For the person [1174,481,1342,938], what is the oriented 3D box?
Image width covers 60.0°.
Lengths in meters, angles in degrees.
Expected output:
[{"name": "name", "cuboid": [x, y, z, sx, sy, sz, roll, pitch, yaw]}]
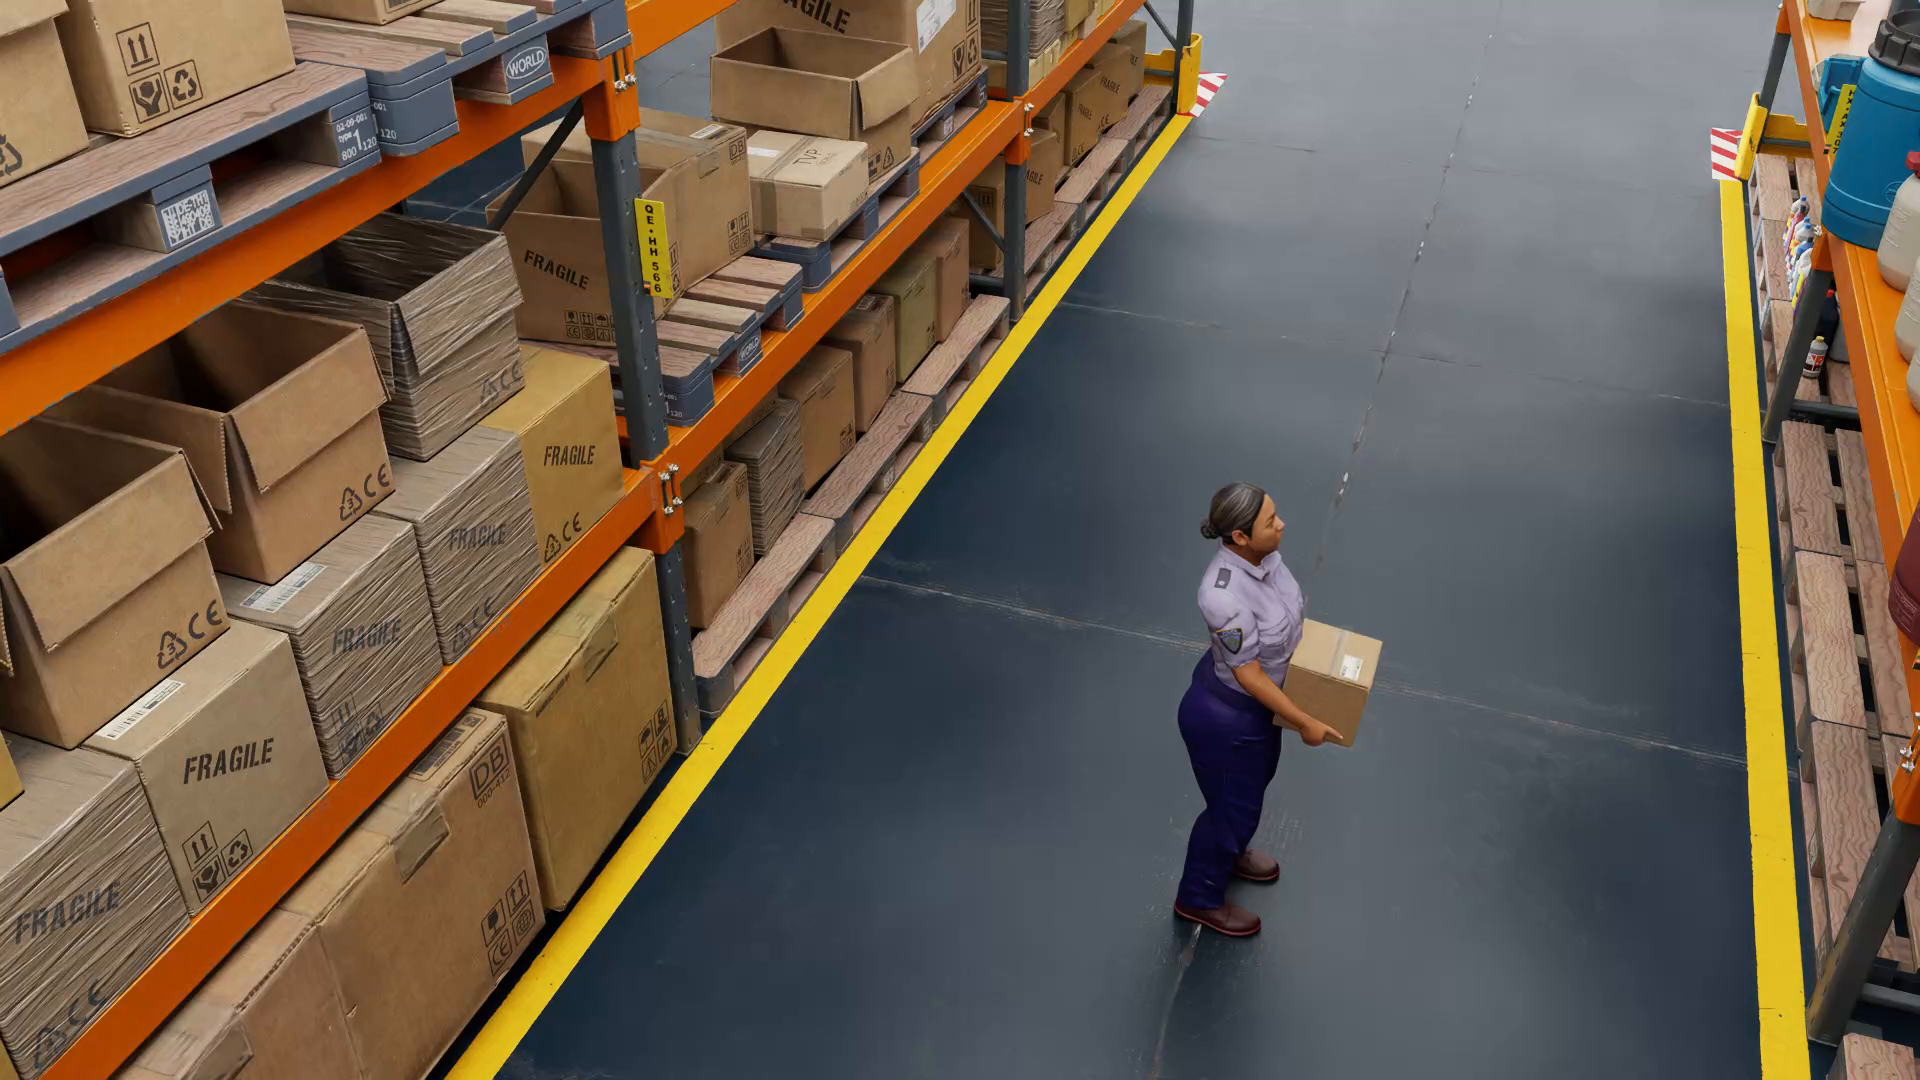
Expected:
[{"name": "person", "cuboid": [0.976, 0.552, 5.329, 0.524, 1.634, 0.452, 12, 35, 17]}]
